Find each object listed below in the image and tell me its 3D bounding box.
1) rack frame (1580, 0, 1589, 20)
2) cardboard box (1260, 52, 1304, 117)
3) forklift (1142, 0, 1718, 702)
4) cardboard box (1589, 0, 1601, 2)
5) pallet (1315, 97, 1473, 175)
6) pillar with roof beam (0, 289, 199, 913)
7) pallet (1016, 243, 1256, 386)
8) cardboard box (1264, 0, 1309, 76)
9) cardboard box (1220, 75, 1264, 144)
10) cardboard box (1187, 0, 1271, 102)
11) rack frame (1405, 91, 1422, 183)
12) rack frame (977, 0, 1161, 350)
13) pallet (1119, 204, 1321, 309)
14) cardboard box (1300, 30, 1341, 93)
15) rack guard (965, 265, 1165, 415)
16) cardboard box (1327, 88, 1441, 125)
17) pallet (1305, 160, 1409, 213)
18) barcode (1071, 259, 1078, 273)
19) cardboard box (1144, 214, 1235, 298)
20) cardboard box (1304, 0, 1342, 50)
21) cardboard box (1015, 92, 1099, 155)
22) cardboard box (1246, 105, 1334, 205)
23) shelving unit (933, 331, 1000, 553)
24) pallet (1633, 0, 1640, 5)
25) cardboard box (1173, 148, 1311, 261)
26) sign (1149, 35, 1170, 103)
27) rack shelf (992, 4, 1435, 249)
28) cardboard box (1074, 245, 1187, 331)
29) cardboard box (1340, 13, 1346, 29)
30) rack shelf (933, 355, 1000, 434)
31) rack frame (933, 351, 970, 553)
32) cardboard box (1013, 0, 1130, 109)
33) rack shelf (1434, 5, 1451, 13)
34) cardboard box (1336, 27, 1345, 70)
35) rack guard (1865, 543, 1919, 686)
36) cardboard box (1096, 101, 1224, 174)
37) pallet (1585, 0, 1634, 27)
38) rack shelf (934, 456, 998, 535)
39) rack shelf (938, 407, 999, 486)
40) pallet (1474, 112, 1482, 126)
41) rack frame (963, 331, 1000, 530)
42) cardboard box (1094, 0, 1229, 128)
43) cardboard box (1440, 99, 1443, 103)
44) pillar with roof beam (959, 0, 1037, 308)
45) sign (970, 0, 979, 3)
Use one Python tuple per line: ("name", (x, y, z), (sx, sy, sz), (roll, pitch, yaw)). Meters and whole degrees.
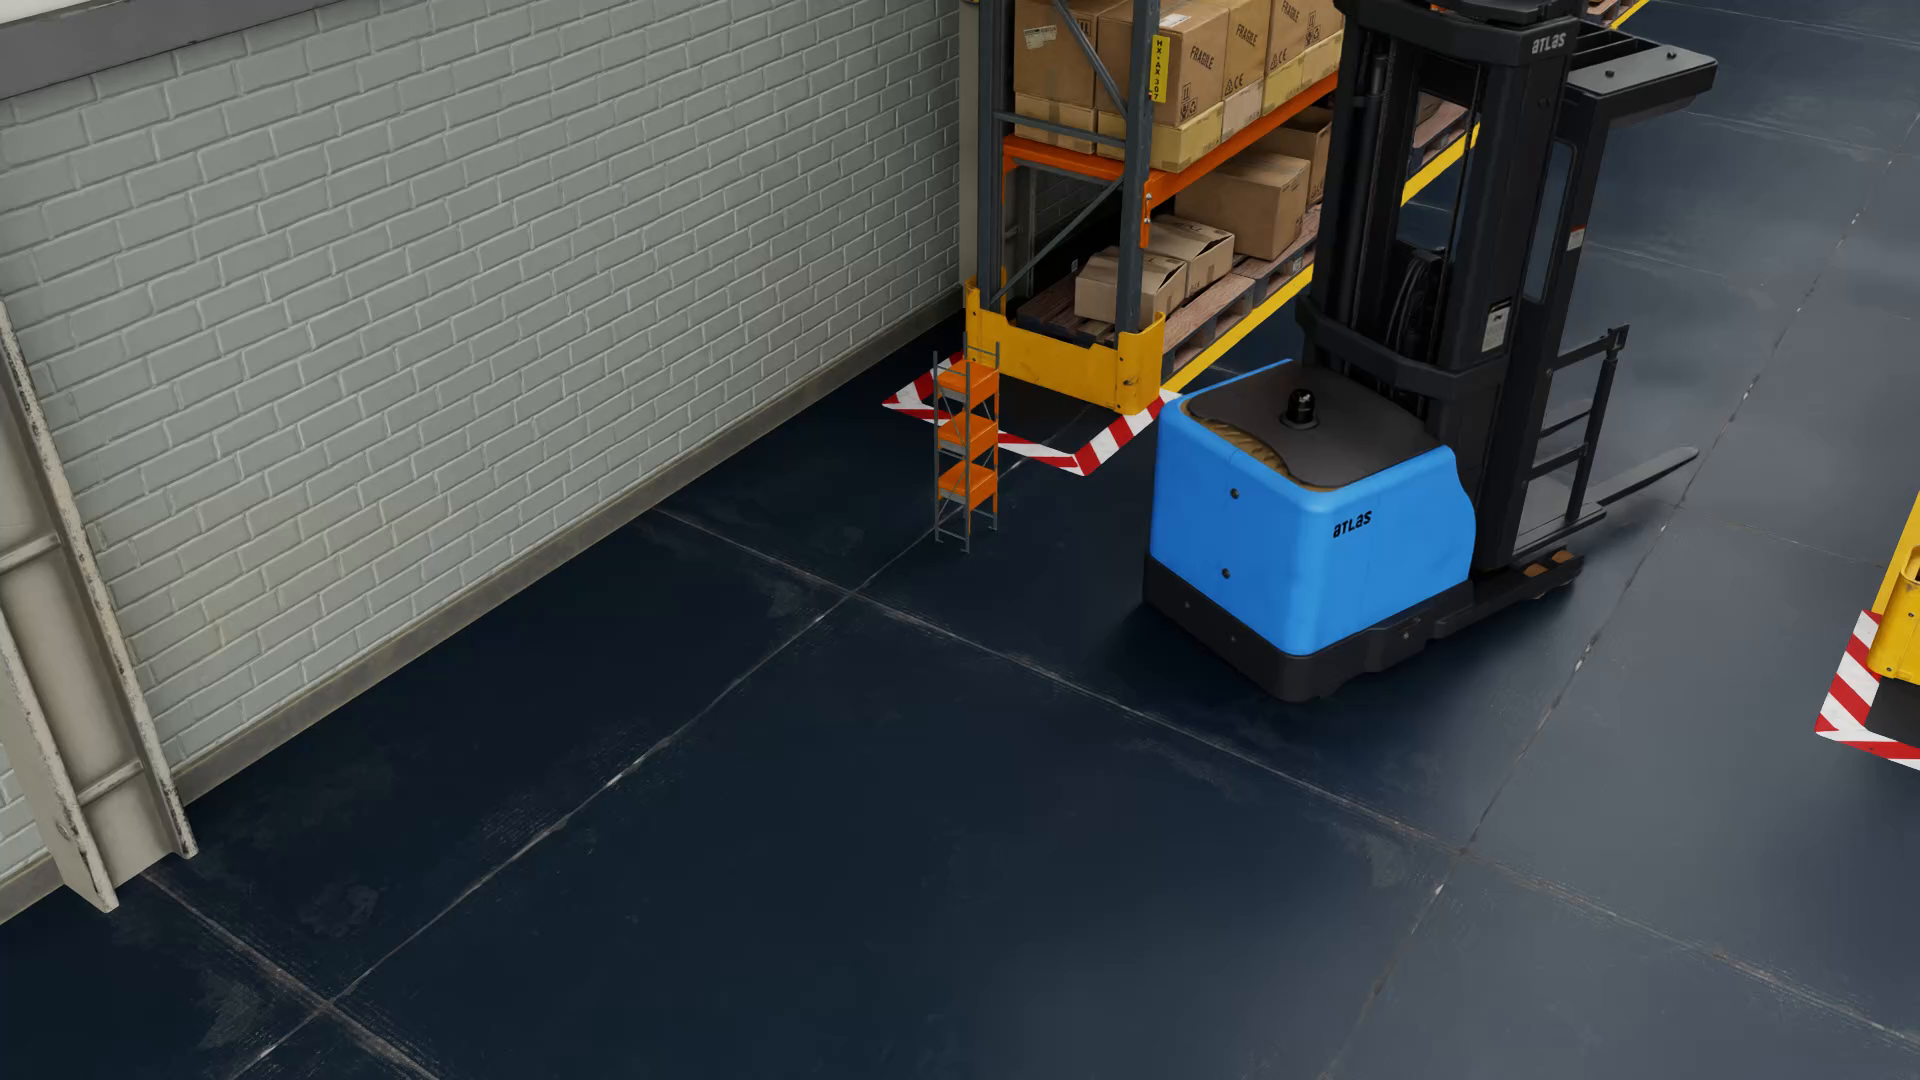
("rack frame", (5.102, -5.836, 14.202), (1.000, 3.000, 0.127), (21, 39, 28))
("cardboard box", (1.659, -2.699, 9.680), (0.500, 0.250, 0.500), (21, 39, 27))
("forklift", (2.355, -1.159, 7.348), (3.031, 2.935, 1.130), (-21, 39, -28))
("cardboard box", (5.629, -5.416, 15.125), (0.750, 0.750, 0.750), (21, 39, 28))
("pallet", (3.264, -3.198, 12.791), (1.003, 0.211, 1.213), (21, 39, 28))
("pillar with roof beam", (0.344, -1.101, 1.845), (9.100, 9.000, 0.400), (21, 39, 28))
("pallet", (1.076, -1.396, 10.126), (1.003, 0.211, 1.213), (21, 39, 28))
("cardboard box", (1.649, -2.994, 9.447), (0.500, 0.500, 0.500), (20, 39, 27))
("cardboard box", (1.364, -2.467, 9.336), (0.500, 0.250, 0.500), (20, 39, 27))
("cardboard box", (1.349, -2.759, 9.098), (0.500, 0.500, 0.500), (21, 40, 28))
("rack frame", (2.821, -3.995, 11.479), (1.000, 3.000, 0.127), (21, 39, 28))
("rack frame", (0.540, -2.154, 8.757), (1.000, 3.000, 0.127), (21, 39, 28))
("pallet", (1.772, -1.955, 10.953), (1.003, 0.211, 1.213), (21, 39, 28))
("cardboard box", (1.949, -2.931, 10.023), (0.500, 0.250, 0.500), (22, 40, 29))
("rack guard", (0.583, -1.153, 9.509), (1.175, 0.500, 0.348), (21, 39, 28))
("cardboard box", (3.227, -3.486, 12.565), (0.700, 0.500, 0.500), (23, 40, 30))
("pallet", (2.467, -2.519, 11.787), (1.003, 0.211, 1.213), (21, 39, 28))
("barcode", (0.690, -1.652, 10.014), (0.001, 0.075, 0.075), (21, 39, 28))
("cardboard box", (1.334, -1.774, 10.204), (0.500, 0.311, 0.500), (25, 41, 32))
("cardboard box", (1.934, -3.236, 9.804), (0.500, 0.500, 0.500), (23, 40, 30))
("cardboard box", (0.647, -2.377, 9.204), (0.500, 0.250, 0.500), (22, 40, 29))
("cardboard box", (2.262, -2.651, 11.331), (0.500, 0.500, 0.500), (18, 38, 25))
("shelving unit", (0.031, -0.460, 7.992), (0.215, 1.050, 0.252), (21, 39, 28))
("pallet", (6.309, -5.578, 16.310), (1.003, 0.211, 1.213), (21, 39, 28))
("cardboard box", (1.793, -2.174, 10.626), (0.700, 0.500, 0.500), (19, 38, 25))
("sign", (0.986, -2.339, 8.259), (0.100, 0.325, 0.005), (21, 39, 28))
("rack shelf", (1.681, -2.776, 10.320), (1.077, 0.370, 4.000), (21, 39, 28))
("cardboard box", (1.009, -1.512, 9.816), (0.500, 0.311, 0.500), (17, 37, 23))
("cardboard box", (2.230, -3.475, 10.158), (0.500, 0.500, 0.500), (20, 39, 27))
("rack shelf", (0.031, -0.686, 7.839), (0.215, 0.259, 0.240), (21, 39, 28))
("rack frame", (-0.039, -0.403, 7.909), (0.200, 1.050, 0.008), (21, 39, 28))
("cardboard box", (0.634, -2.696, 9.005), (0.500, 0.500, 0.500), (21, 39, 28))
("rack shelf", (3.961, -4.617, 13.042), (1.077, 0.370, 4.000), (21, 39, 28))
("cardboard box", (2.235, -3.163, 10.366), (0.500, 0.250, 0.500), (21, 39, 28))
("rack guard", (4.598, 0.473, 7.104), (1.175, 0.500, 0.348), (21, 39, 28))
("cardboard box", (1.079, -2.223, 8.976), (0.500, 0.250, 0.500), (20, 39, 27))
("pallet", (5.613, -5.019, 15.484), (1.003, 0.211, 1.213), (21, 39, 28))
("rack shelf", (0.031, -0.221, 8.154), (0.215, 0.259, 0.240), (21, 39, 28))
("rack shelf", (0.031, -0.451, 7.998), (0.215, 0.259, 0.240), (21, 39, 28))
("pallet", (3.959, -3.762, 13.625), (1.003, 0.211, 1.213), (21, 39, 28))
("rack frame", (0.100, -0.516, 8.075), (0.200, 1.050, 0.008), (21, 39, 28))
("cardboard box", (1.059, -2.534, 8.767), (0.500, 0.500, 0.500), (21, 39, 28))
("cardboard box", (3.480, -3.739, 12.941), (0.700, 0.500, 0.500), (20, 39, 27))
("pillar with roof beam", (3.765, -3.862, 5.928), (9.100, 9.000, 0.400), (21, 39, 28))
("sign", (0.096, -2.951, 8.620), (0.100, 0.325, 0.005), (21, 39, 28))
